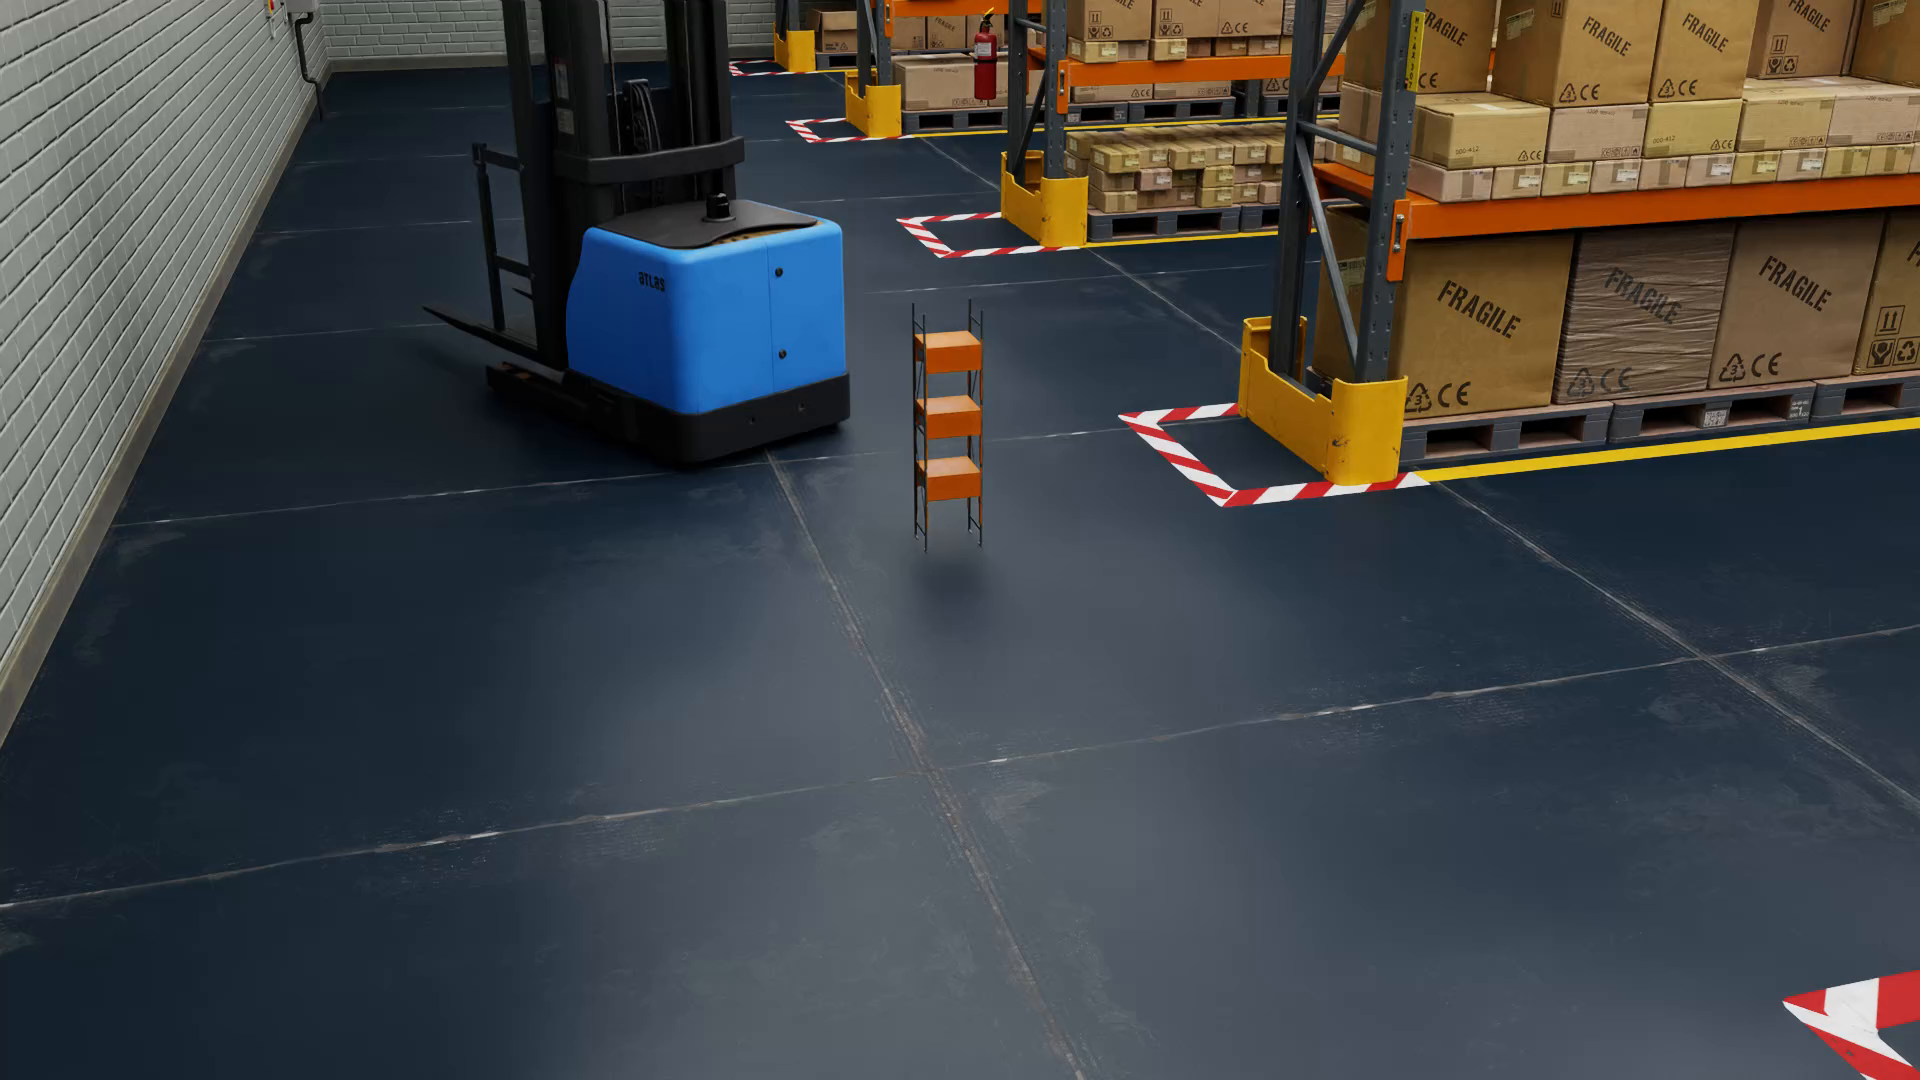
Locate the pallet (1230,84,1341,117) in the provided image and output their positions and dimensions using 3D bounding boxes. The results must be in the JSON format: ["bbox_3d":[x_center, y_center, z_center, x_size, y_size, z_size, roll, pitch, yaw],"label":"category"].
[{"bbox_3d":[3.701,-4.887,18.372,1.213,0.211,1.003,-6,24,-14],"label":"pallet"}]

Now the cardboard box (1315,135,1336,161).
[{"bbox_3d":[2.904,-3.042,12.864,0.250,0.149,0.380,-7,24,-16],"label":"cardboard box"}]

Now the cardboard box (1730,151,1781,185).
[{"bbox_3d":[3.715,-1.831,8.031,0.250,0.149,0.380,-7,24,-16],"label":"cardboard box"}]

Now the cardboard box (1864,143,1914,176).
[{"bbox_3d":[4.459,-1.913,8.224,0.250,0.149,0.380,-6,24,-13],"label":"cardboard box"}]

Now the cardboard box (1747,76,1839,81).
[{"bbox_3d":[4.154,-2.304,8.629,0.500,0.250,0.500,-6,24,-13],"label":"cardboard box"}]

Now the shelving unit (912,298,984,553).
[{"bbox_3d":[-0.052,-0.477,7.030,0.252,1.050,0.215,-6,24,-14],"label":"shelving unit"}]

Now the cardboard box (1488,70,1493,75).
[{"bbox_3d":[6.142,-5.658,18.795,0.875,0.875,0.875,-7,24,-15],"label":"cardboard box"}]

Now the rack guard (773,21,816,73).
[{"bbox_3d":[-2.144,-6.375,21.474,0.348,0.500,1.175,-6,24,-14],"label":"rack guard"}]

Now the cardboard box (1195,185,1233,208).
[{"bbox_3d":[1.895,-2.654,12.714,0.250,0.149,0.380,-6,24,-14],"label":"cardboard box"}]

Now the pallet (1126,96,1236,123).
[{"bbox_3d":[2.225,-4.725,17.994,1.213,0.211,1.003,-6,24,-14],"label":"pallet"}]

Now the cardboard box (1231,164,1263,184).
[{"bbox_3d":[2.132,-2.859,12.815,0.250,0.149,0.380,-7,24,-17],"label":"cardboard box"}]

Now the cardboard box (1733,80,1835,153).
[{"bbox_3d":[3.823,-2.053,8.044,0.500,0.250,0.500,-7,24,-15],"label":"cardboard box"}]

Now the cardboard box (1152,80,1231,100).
[{"bbox_3d":[2.345,-5.047,17.925,0.875,0.438,0.875,-7,24,-15],"label":"cardboard box"}]

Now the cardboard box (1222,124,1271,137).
[{"bbox_3d":[2.269,-3.192,13.214,0.250,0.149,0.380,-7,24,-16],"label":"cardboard box"}]

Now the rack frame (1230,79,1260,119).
[{"bbox_3d":[2.978,-6.058,17.564,0.127,3.000,1.000,-6,24,-14],"label":"rack frame"}]

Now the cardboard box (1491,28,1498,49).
[{"bbox_3d":[3.982,-3.886,12.820,0.250,0.149,0.380,-7,24,-16],"label":"cardboard box"}]

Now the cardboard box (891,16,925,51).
[{"bbox_3d":[-0.770,-6.666,21.618,0.500,0.500,0.700,-5,24,-12],"label":"cardboard box"}]

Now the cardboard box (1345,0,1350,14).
[{"bbox_3d":[3.044,-4.106,12.511,0.500,0.500,0.500,-6,24,-15],"label":"cardboard box"}]

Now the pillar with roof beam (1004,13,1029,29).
[{"bbox_3d":[1.883,-9.332,17.588,0.400,9.000,9.100,-6,24,-14],"label":"pillar with roof beam"}]

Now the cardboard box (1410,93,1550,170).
[{"bbox_3d":[2.339,-1.886,7.654,0.500,0.250,0.500,-7,24,-16],"label":"cardboard box"}]

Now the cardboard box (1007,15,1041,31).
[{"bbox_3d":[0.934,-6.919,22.447,0.500,0.311,0.500,-5,24,-12],"label":"cardboard box"}]

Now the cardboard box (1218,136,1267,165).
[{"bbox_3d":[2.154,-2.983,12.727,0.250,0.149,0.380,-5,24,-12],"label":"cardboard box"}]

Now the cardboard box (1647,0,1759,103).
[{"bbox_3d":[3.317,-2.341,7.764,0.500,0.500,0.500,-7,24,-16],"label":"cardboard box"}]

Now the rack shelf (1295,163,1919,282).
[{"bbox_3d":[3.729,-1.752,8.441,4.000,0.370,1.077,-6,24,-14],"label":"rack shelf"}]

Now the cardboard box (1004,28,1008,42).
[{"bbox_3d":[0.516,-6.798,22.372,0.250,0.149,0.380,-7,24,-15],"label":"cardboard box"}]

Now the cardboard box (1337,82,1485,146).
[{"bbox_3d":[2.199,-2.089,8.129,0.500,0.250,0.500,-7,24,-15],"label":"cardboard box"}]

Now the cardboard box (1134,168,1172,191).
[{"bbox_3d":[1.414,-2.749,12.558,0.250,0.149,0.380,-6,24,-15],"label":"cardboard box"}]

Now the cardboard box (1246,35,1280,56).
[{"bbox_3d":[2.195,-3.724,12.443,0.250,0.149,0.380,-7,24,-15],"label":"cardboard box"}]

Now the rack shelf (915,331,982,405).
[{"bbox_3d":[-0.052,-0.728,6.922,0.240,0.259,0.215,-6,24,-14],"label":"rack shelf"}]

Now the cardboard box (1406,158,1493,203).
[{"bbox_3d":[2.235,-1.666,7.648,0.250,0.149,0.380,-6,24,-14],"label":"cardboard box"}]

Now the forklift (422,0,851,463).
[{"bbox_3d":[-1.942,-2.208,8.679,1.130,2.935,3.031,-21,31,-39],"label":"forklift"}]

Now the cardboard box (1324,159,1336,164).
[{"bbox_3d":[2.913,-2.941,13.005,0.250,0.149,0.380,-7,24,-17],"label":"cardboard box"}]

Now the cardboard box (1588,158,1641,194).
[{"bbox_3d":[2.978,-1.750,7.843,0.250,0.149,0.380,-7,24,-15],"label":"cardboard box"}]

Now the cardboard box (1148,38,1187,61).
[{"bbox_3d":[1.469,-3.609,12.175,0.250,0.149,0.380,-7,24,-16],"label":"cardboard box"}]

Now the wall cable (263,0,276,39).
[{"bbox_3d":[-6.296,-5.504,14.944,0.123,1.953,0.585,-6,24,-14],"label":"wall cable"}]

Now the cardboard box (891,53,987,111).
[{"bbox_3d":[-0.265,-4.756,17.246,0.875,0.438,0.875,-7,24,-16],"label":"cardboard box"}]

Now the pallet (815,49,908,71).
[{"bbox_3d":[-1.377,-6.328,21.730,1.213,0.211,1.003,-6,24,-14],"label":"pallet"}]

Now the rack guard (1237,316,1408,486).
[{"bbox_3d":[1.781,-0.718,8.289,0.348,0.500,1.175,-6,24,-14],"label":"rack guard"}]

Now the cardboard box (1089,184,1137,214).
[{"bbox_3d":[1.152,-2.580,12.542,0.250,0.149,0.380,-6,24,-13],"label":"cardboard box"}]

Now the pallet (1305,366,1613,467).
[{"bbox_3d":[2.552,-0.703,8.620,1.213,0.211,1.003,-6,24,-14],"label":"pallet"}]

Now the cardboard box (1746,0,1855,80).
[{"bbox_3d":[4.149,-2.647,8.477,0.500,0.500,0.500,-7,24,-16],"label":"cardboard box"}]

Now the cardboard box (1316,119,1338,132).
[{"bbox_3d":[3.001,-3.302,13.471,0.250,0.149,0.380,-6,24,-13],"label":"cardboard box"}]

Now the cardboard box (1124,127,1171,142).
[{"bbox_3d":[1.475,-3.153,13.122,0.250,0.149,0.380,-7,24,-16],"label":"cardboard box"}]

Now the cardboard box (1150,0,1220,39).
[{"bbox_3d":[1.577,-3.955,12.160,0.500,0.500,0.500,-6,24,-14],"label":"cardboard box"}]

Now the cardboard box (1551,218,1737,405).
[{"bbox_3d":[3.274,-1.281,8.594,0.875,0.875,0.875,-6,24,-14],"label":"cardboard box"}]

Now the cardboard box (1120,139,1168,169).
[{"bbox_3d":[1.390,-2.921,12.583,0.250,0.149,0.380,-6,24,-13],"label":"cardboard box"}]
